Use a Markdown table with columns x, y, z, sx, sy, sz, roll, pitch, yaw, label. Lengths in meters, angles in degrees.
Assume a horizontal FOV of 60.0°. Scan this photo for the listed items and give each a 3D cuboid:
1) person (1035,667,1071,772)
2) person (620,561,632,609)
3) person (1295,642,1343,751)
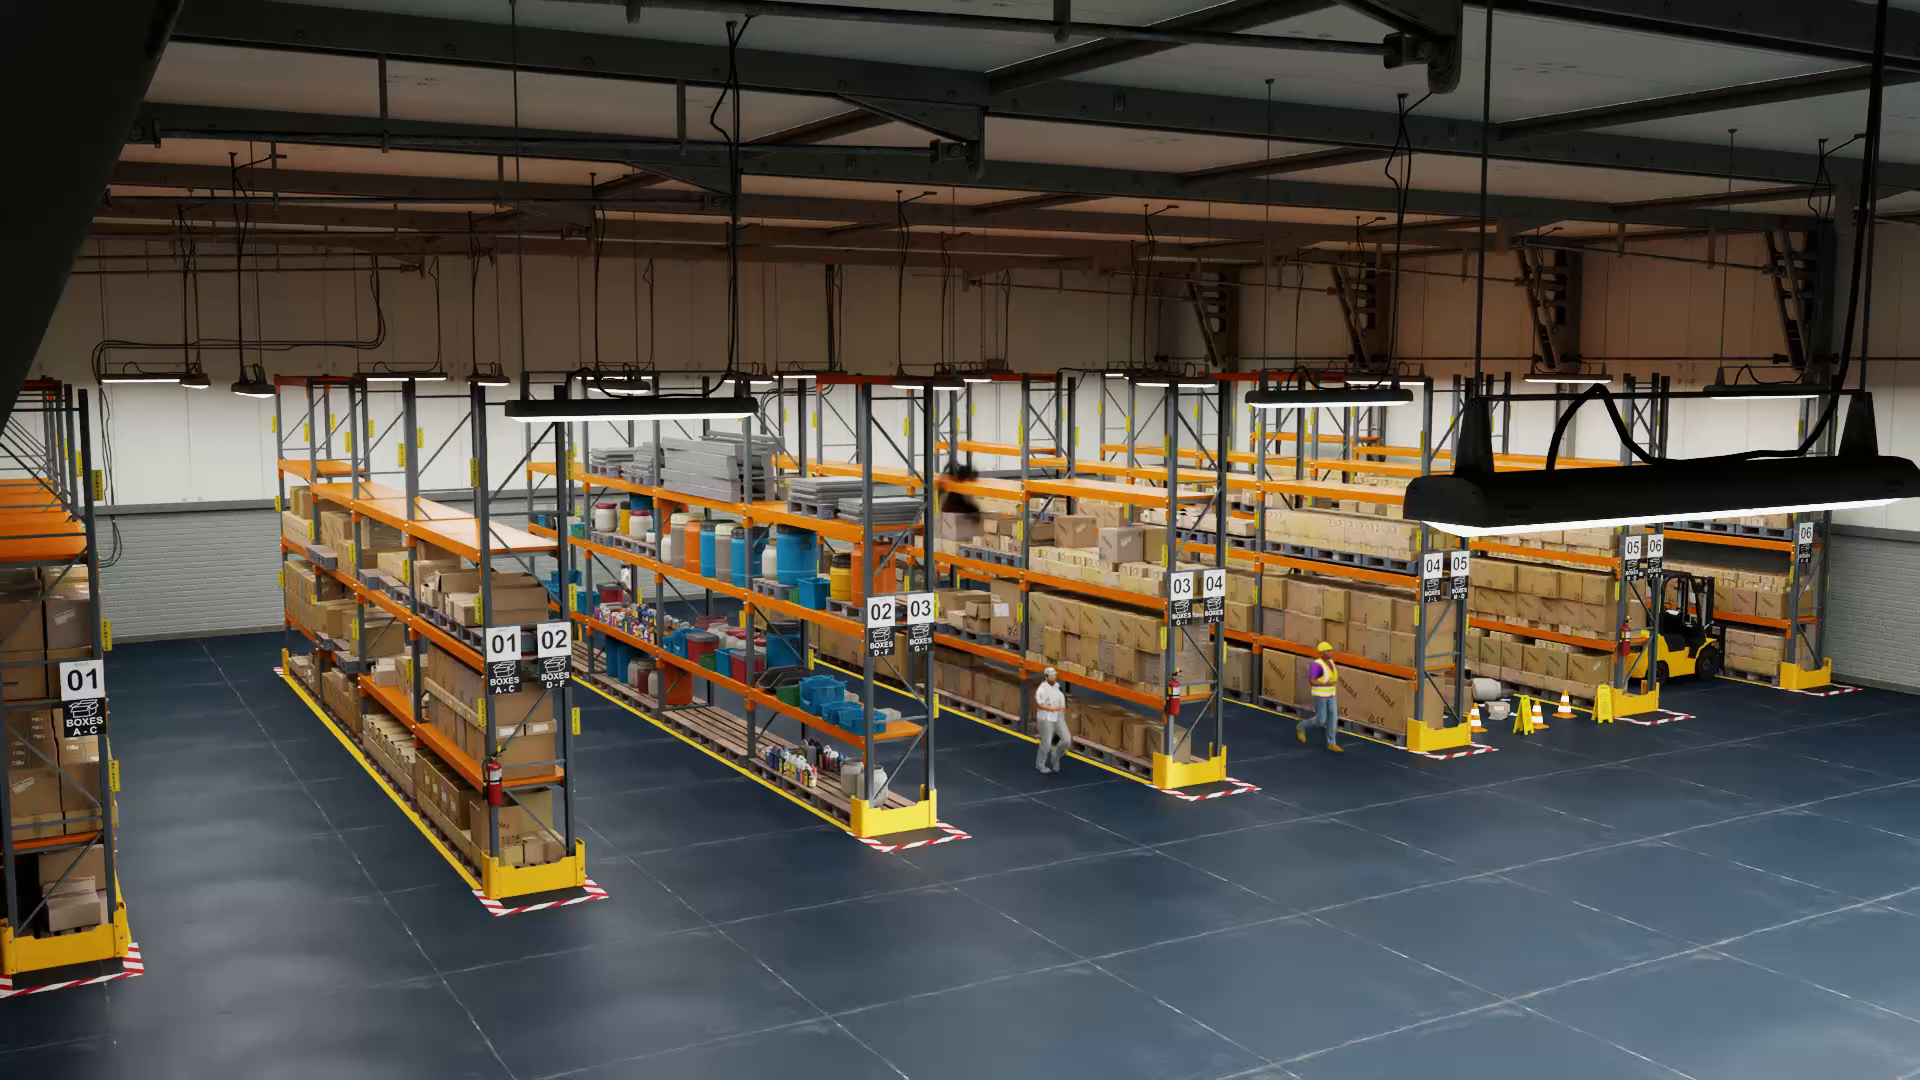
| x | y | z | sx | sy | sz | roll | pitch | yaw | label |
| --- | --- | --- | --- | --- | --- | --- | --- | --- | --- |
| 1.414 | 2.743 | 25.301 | 0.584 | 1.640 | 0.639 | -5 | 8 | -36 | person |
| -7.782 | 1.242 | 39.051 | 0.558 | 1.652 | 0.557 | -3 | 7 | -24 | person |
| 5.847 | 2.513 | 26.887 | 0.724 | 1.749 | 0.864 | -6 | 9 | -43 | person |
